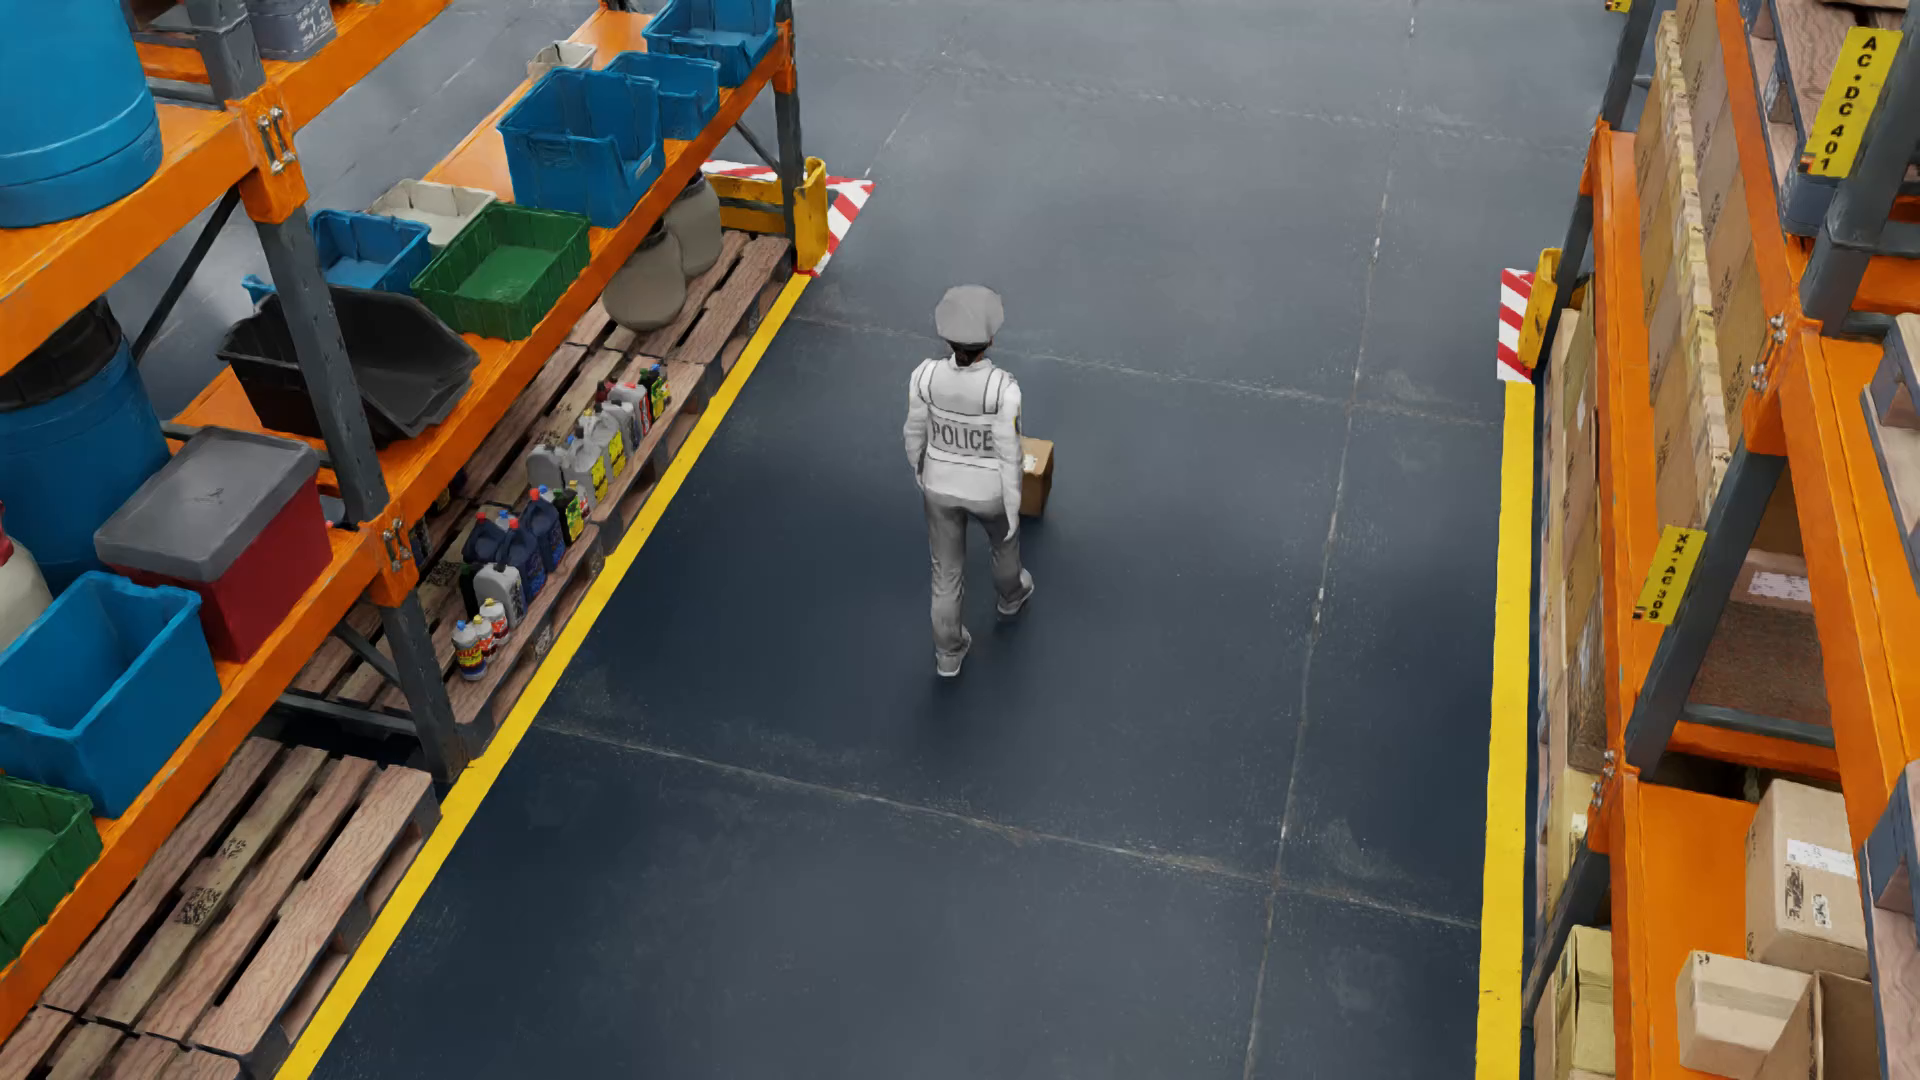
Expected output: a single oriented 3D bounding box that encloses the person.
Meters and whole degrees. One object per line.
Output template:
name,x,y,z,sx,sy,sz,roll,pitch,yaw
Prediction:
person,0.036,-0.278,6.437,0.482,1.674,0.686,8,42,9
